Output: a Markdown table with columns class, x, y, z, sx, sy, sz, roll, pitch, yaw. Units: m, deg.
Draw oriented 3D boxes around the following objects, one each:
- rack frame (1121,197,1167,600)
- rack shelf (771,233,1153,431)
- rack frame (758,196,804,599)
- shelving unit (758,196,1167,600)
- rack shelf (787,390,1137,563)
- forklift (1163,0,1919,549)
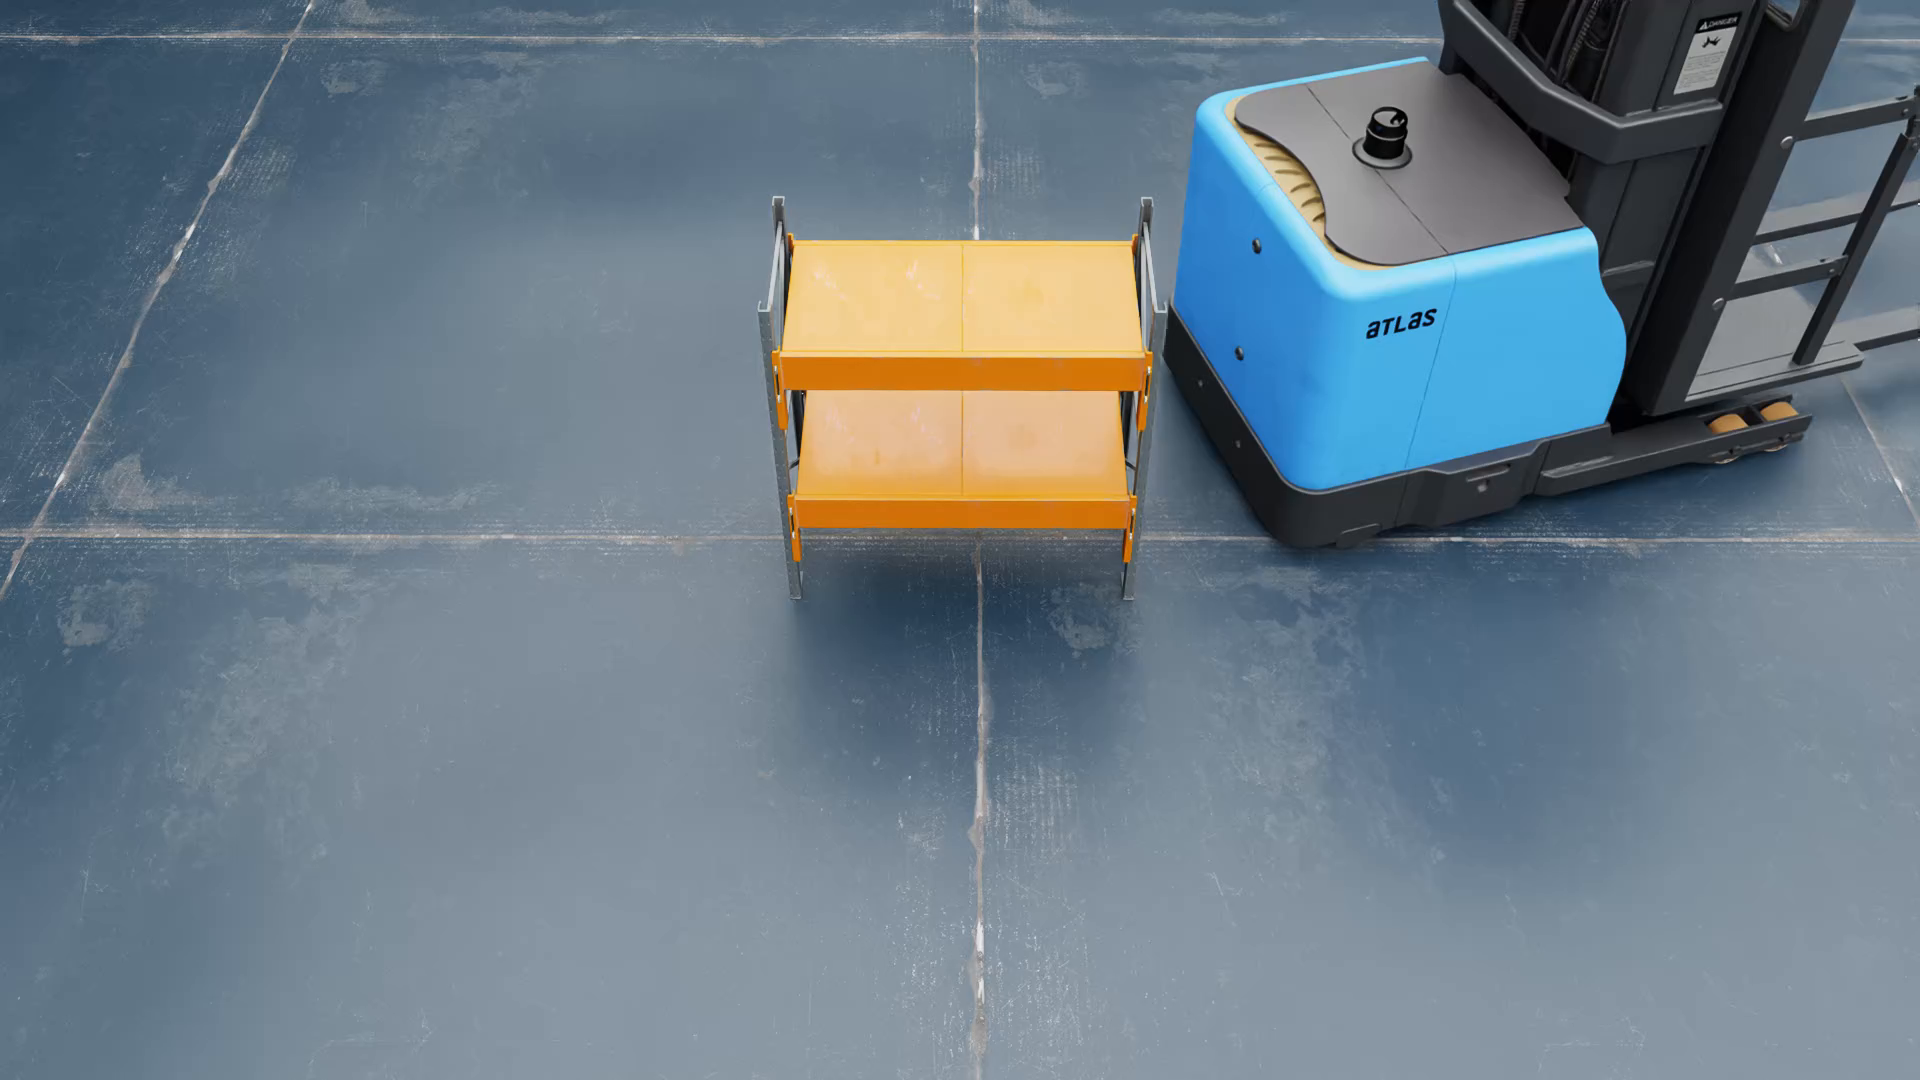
| class | x | y | z | sx | sy | sz | roll | pitch | yaw |
| --- | --- | --- | --- | --- | --- | --- | --- | --- | --- |
| rack frame | 0.515 | -0.382 | 4.837 | 0.032 | 1.125 | 0.500 | 0 | 47 | 0 |
| rack shelf | 0.007 | -0.583 | 4.624 | 1.000 | 0.278 | 0.538 | 0 | 47 | 0 |
| rack frame | -0.502 | -0.385 | 4.840 | 0.032 | 1.125 | 0.500 | 0 | 47 | 0 |
| shelving unit | 0.007 | -0.383 | 4.838 | 1.048 | 1.125 | 0.538 | 0 | 47 | 0 |
| rack shelf | 0.007 | -0.217 | 5.017 | 1.000 | 0.278 | 0.538 | 0 | 47 | 0 |
| forklift | 2.276 | -1.606 | 4.743 | 3.031 | 2.935 | 1.130 | -13 | 48 | -12 |
